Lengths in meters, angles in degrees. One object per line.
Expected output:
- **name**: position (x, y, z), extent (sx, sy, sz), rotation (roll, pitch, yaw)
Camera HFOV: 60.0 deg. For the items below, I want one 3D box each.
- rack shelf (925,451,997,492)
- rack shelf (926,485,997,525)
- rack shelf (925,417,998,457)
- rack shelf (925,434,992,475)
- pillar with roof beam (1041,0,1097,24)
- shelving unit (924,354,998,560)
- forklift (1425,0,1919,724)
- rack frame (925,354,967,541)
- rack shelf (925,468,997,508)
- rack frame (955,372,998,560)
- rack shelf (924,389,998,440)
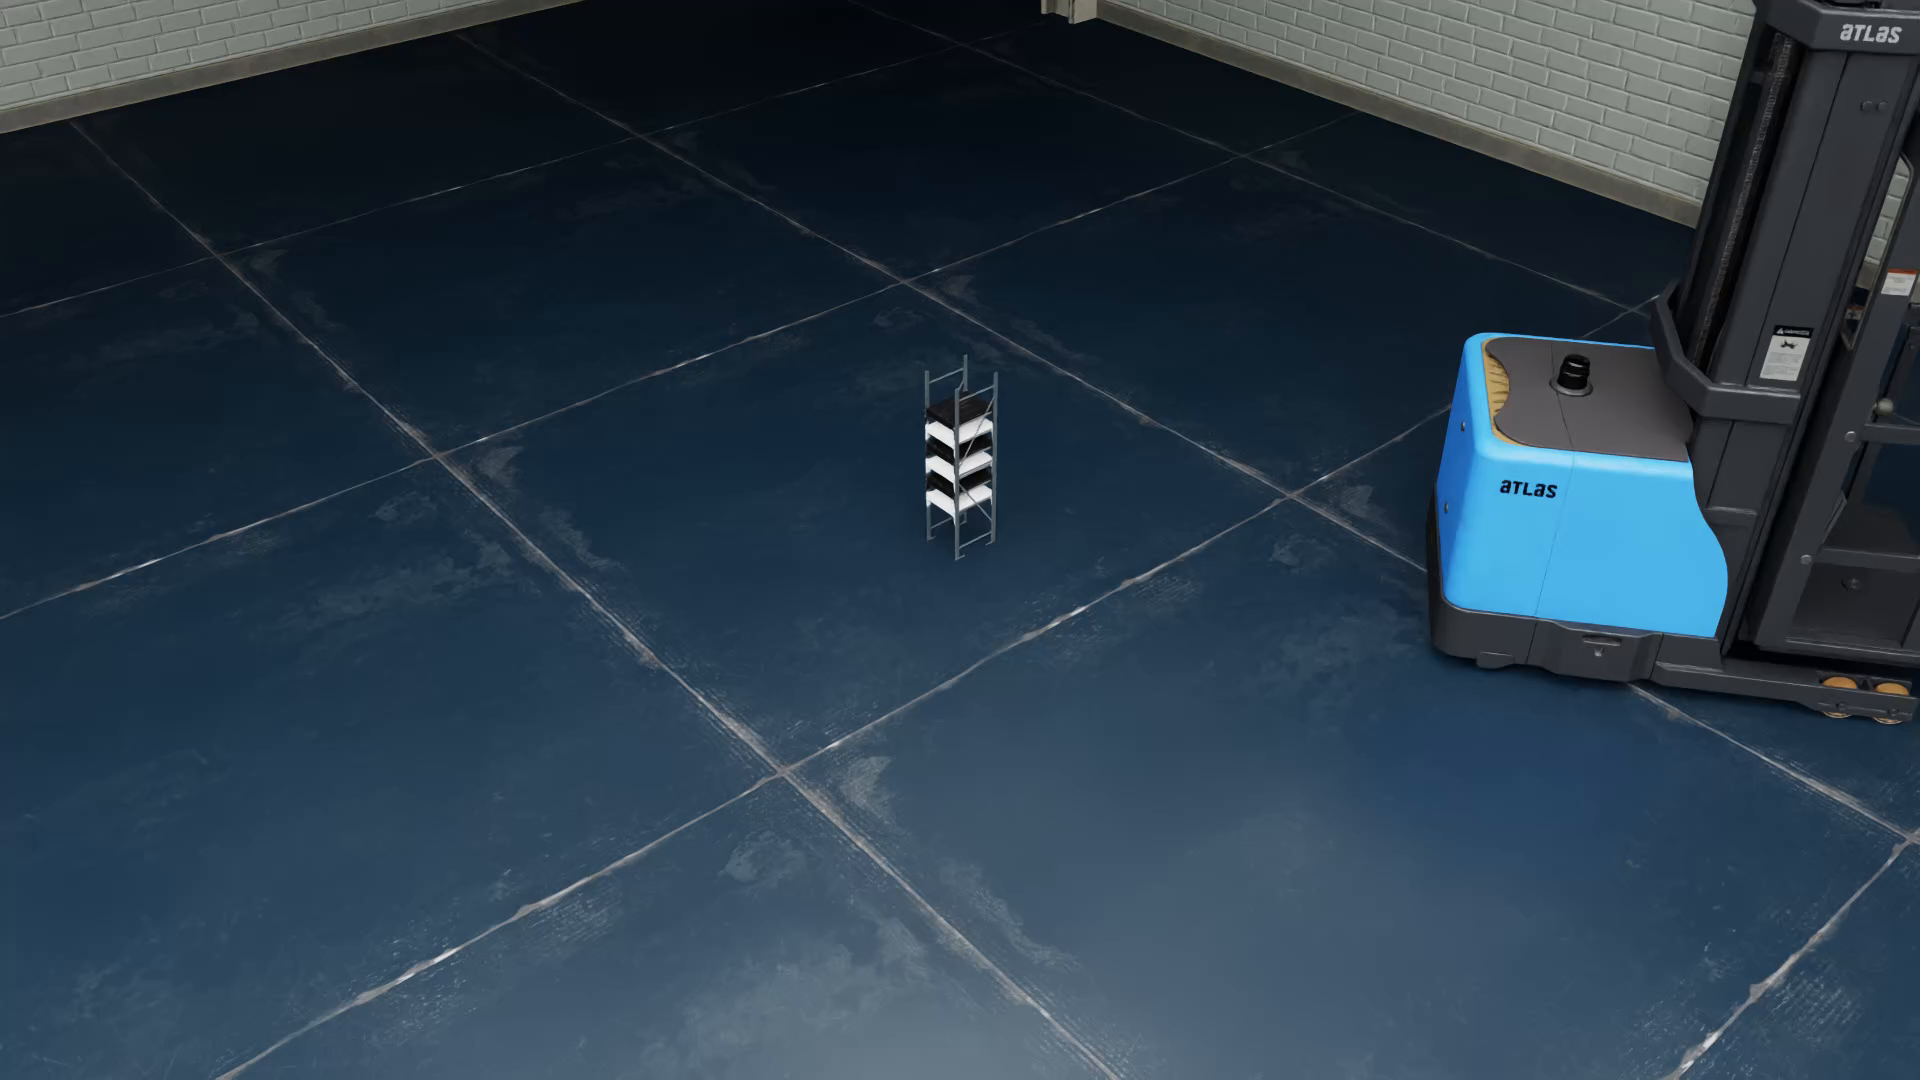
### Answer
- **rack shelf**: position (0.005, -0.336, 7.504), extent (0.258, 0.077, 0.200), rotation (-26, 43, -32)
- **rack shelf**: position (0.005, -0.190, 7.608), extent (0.258, 0.077, 0.200), rotation (-26, 43, -32)
- **rack shelf**: position (0.005, -0.483, 7.400), extent (0.258, 0.077, 0.200), rotation (-26, 43, -32)
- **rack shelf**: position (0.005, -0.410, 7.452), extent (0.258, 0.077, 0.200), rotation (-26, 43, -32)
- **pillar with roof beam**: position (-2.366, -6.489, 9.126), extent (9.100, 9.000, 0.400), rotation (-26, 43, -32)
- **shelving unit**: position (0.005, -0.364, 7.485), extent (0.258, 0.900, 0.210), rotation (-26, 43, -32)
- **forklift**: position (3.562, -0.790, 6.329), extent (3.031, 2.935, 1.130), rotation (7, 36, 9)
- **rack frame**: position (-0.060, -0.409, 7.548), extent (0.240, 0.900, 0.006), rotation (-26, 43, -32)
- **rack shelf**: position (0.005, -0.263, 7.556), extent (0.258, 0.077, 0.200), rotation (-26, 43, -32)
- **rack frame**: position (0.071, -0.319, 7.421), extent (0.240, 0.900, 0.006), rotation (-26, 43, -32)
- **rack shelf**: position (0.005, -0.557, 7.348), extent (0.258, 0.077, 0.200), rotation (-26, 43, -32)
